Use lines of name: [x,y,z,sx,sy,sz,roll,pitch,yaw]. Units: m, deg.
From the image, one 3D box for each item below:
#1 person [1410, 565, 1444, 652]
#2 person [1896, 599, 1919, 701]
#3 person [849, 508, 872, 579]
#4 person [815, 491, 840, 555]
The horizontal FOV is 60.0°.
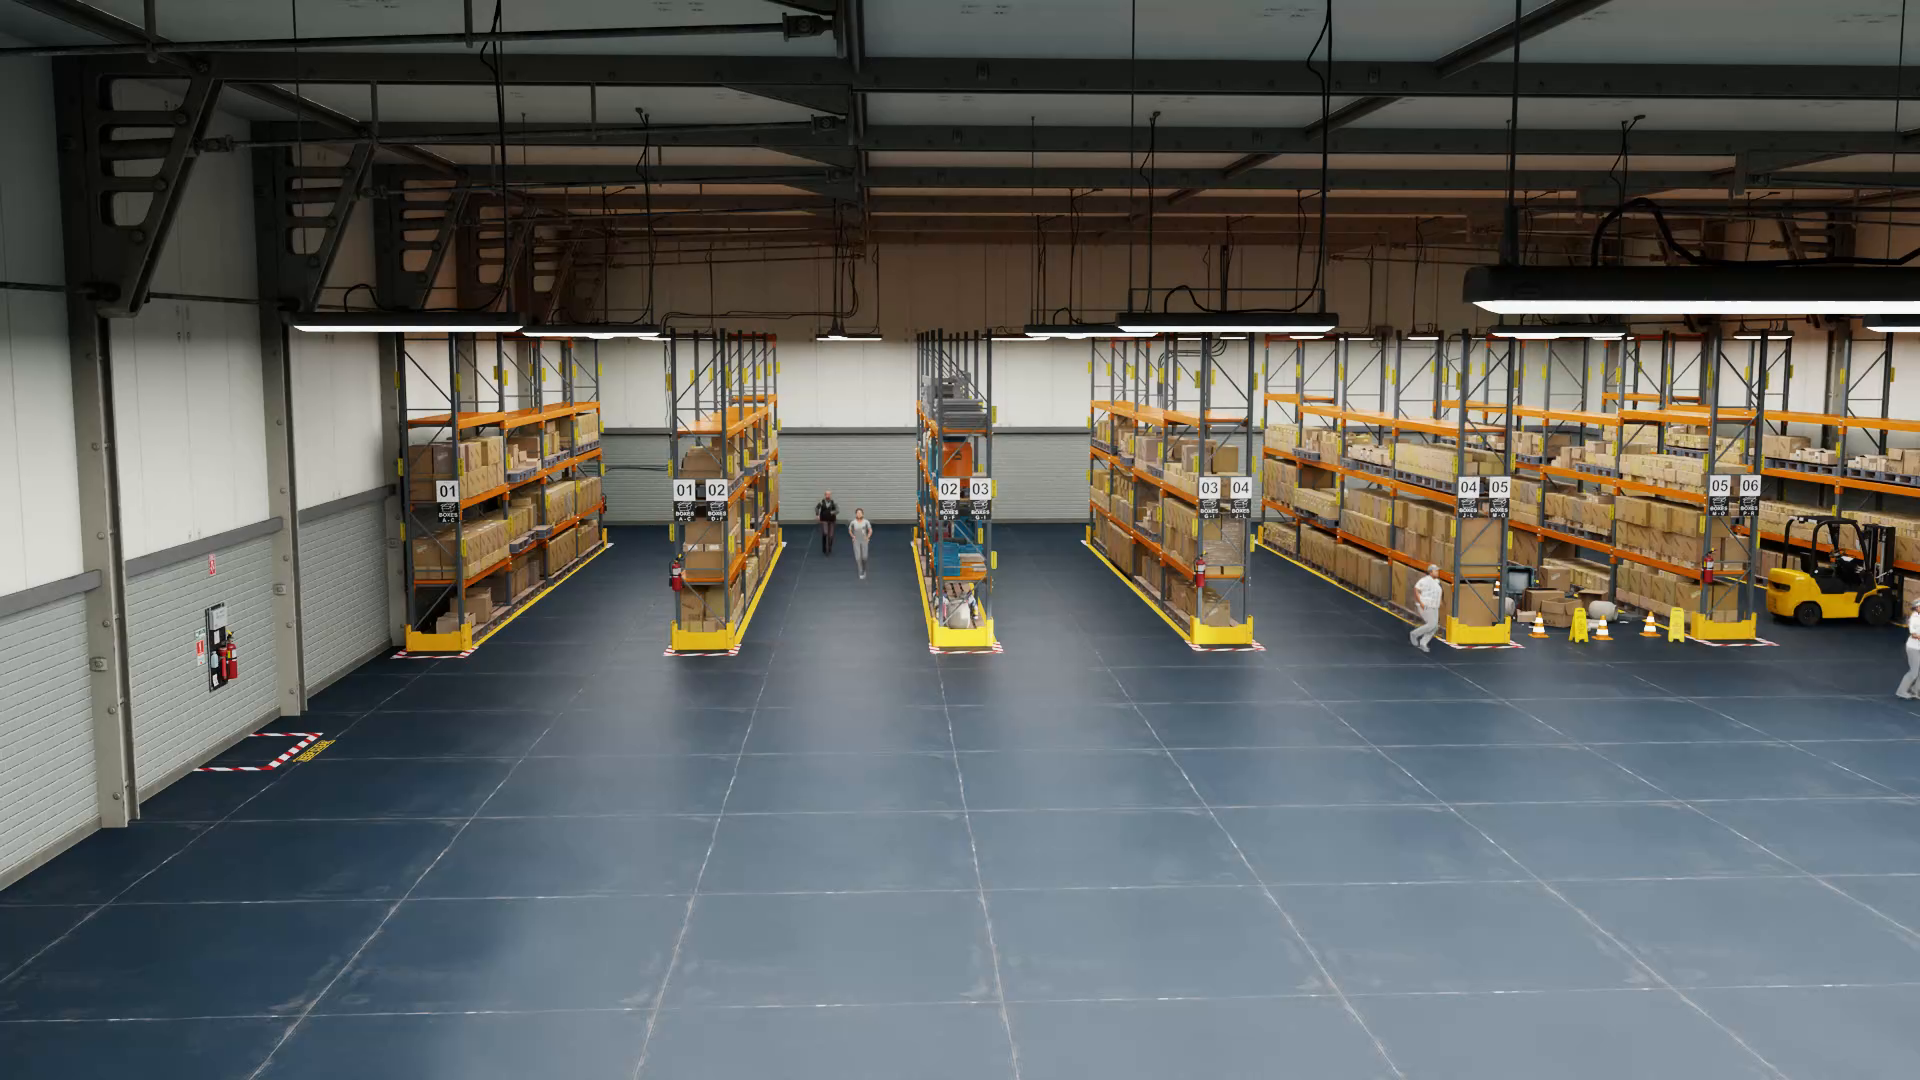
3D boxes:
person: [8.817,1.269,31.202,0.632,1.623,0.520,-6,9,-42]
person: [15.411,1.763,26.650,0.557,1.706,0.642,-5,9,-39]
person: [-2.299,0.094,38.413,0.539,1.648,0.529,0,7,-2]
person: [-3.605,-0.470,45.369,0.635,1.742,0.719,-2,7,-13]
